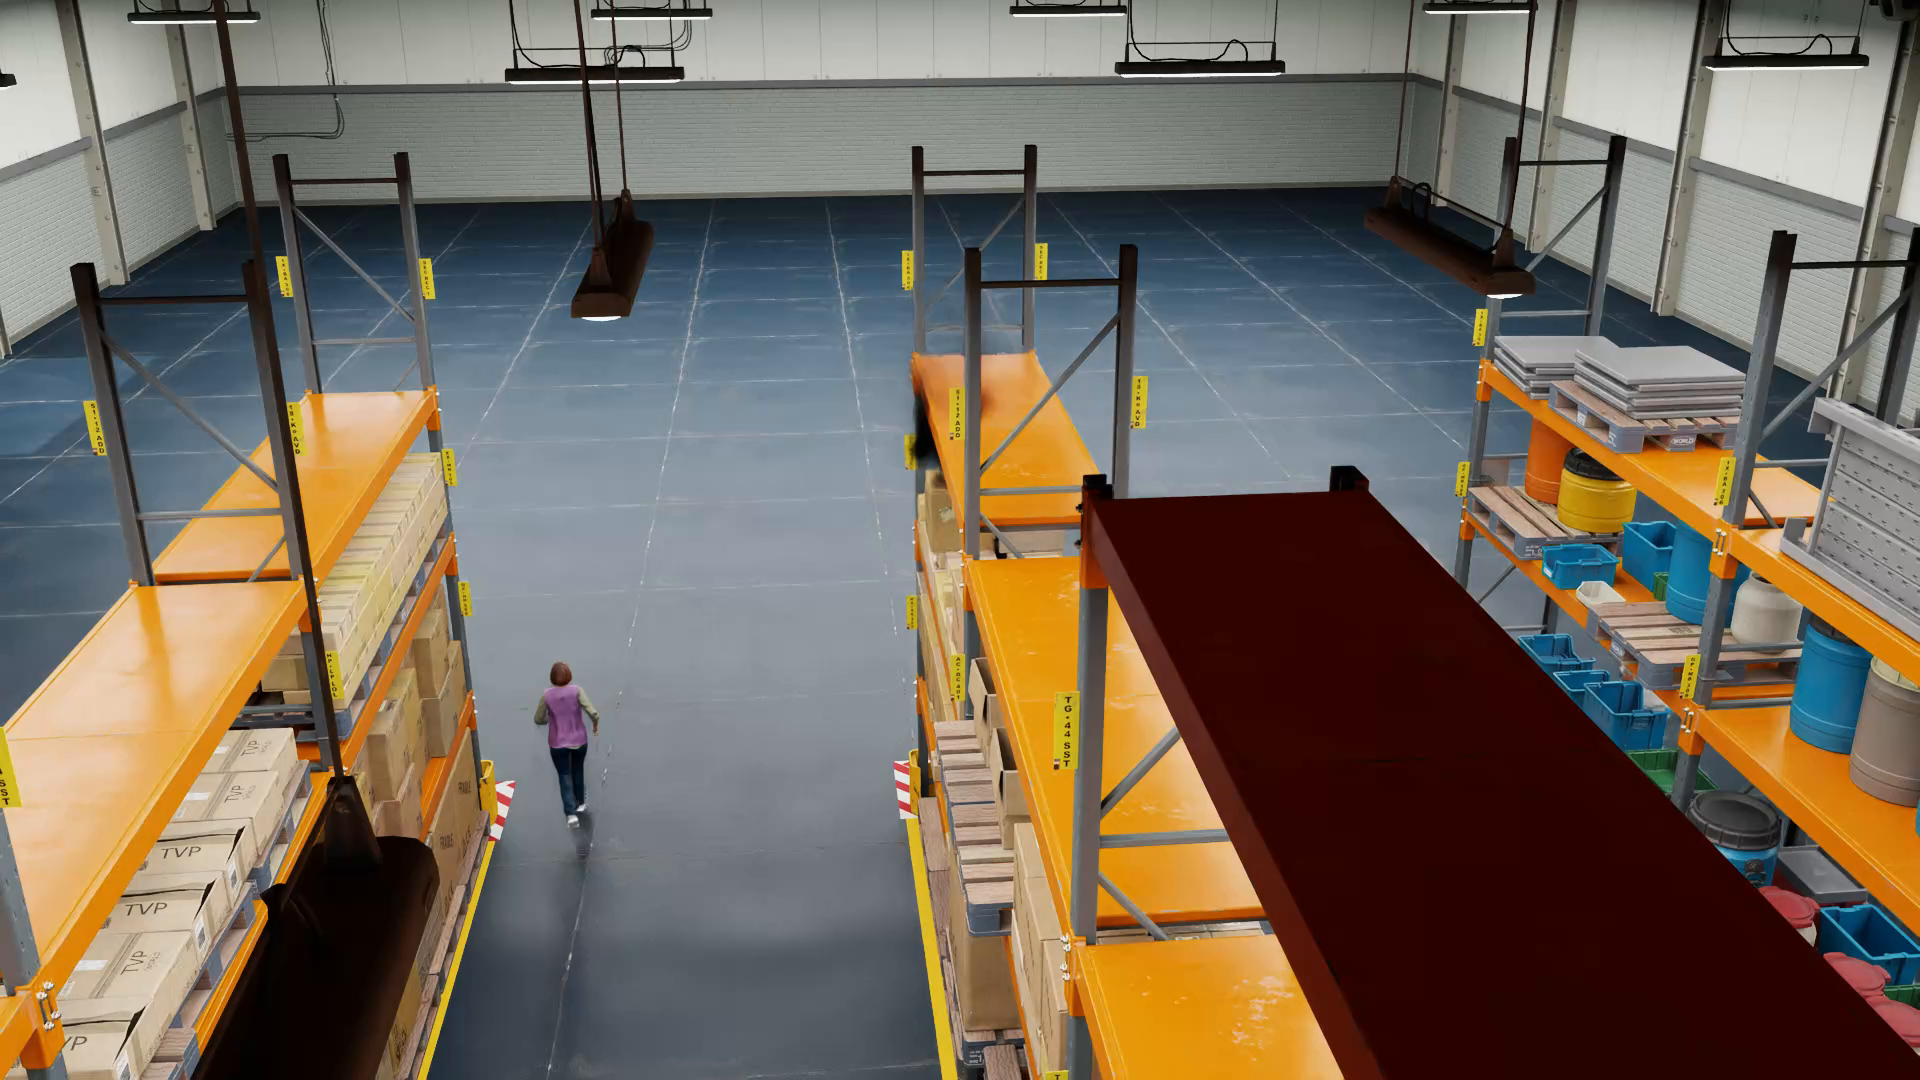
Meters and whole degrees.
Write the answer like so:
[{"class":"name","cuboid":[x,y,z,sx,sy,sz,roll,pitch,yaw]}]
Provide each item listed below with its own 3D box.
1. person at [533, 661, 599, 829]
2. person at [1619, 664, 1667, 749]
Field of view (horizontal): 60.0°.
[{"class":"person","cuboid":[-3.492,1.836,14.845,0.558,1.601,0.779,-6,22,-16]},{"class":"person","cuboid":[6.416,1.523,15.452,0.665,1.822,0.755,-8,23,-19]}]
